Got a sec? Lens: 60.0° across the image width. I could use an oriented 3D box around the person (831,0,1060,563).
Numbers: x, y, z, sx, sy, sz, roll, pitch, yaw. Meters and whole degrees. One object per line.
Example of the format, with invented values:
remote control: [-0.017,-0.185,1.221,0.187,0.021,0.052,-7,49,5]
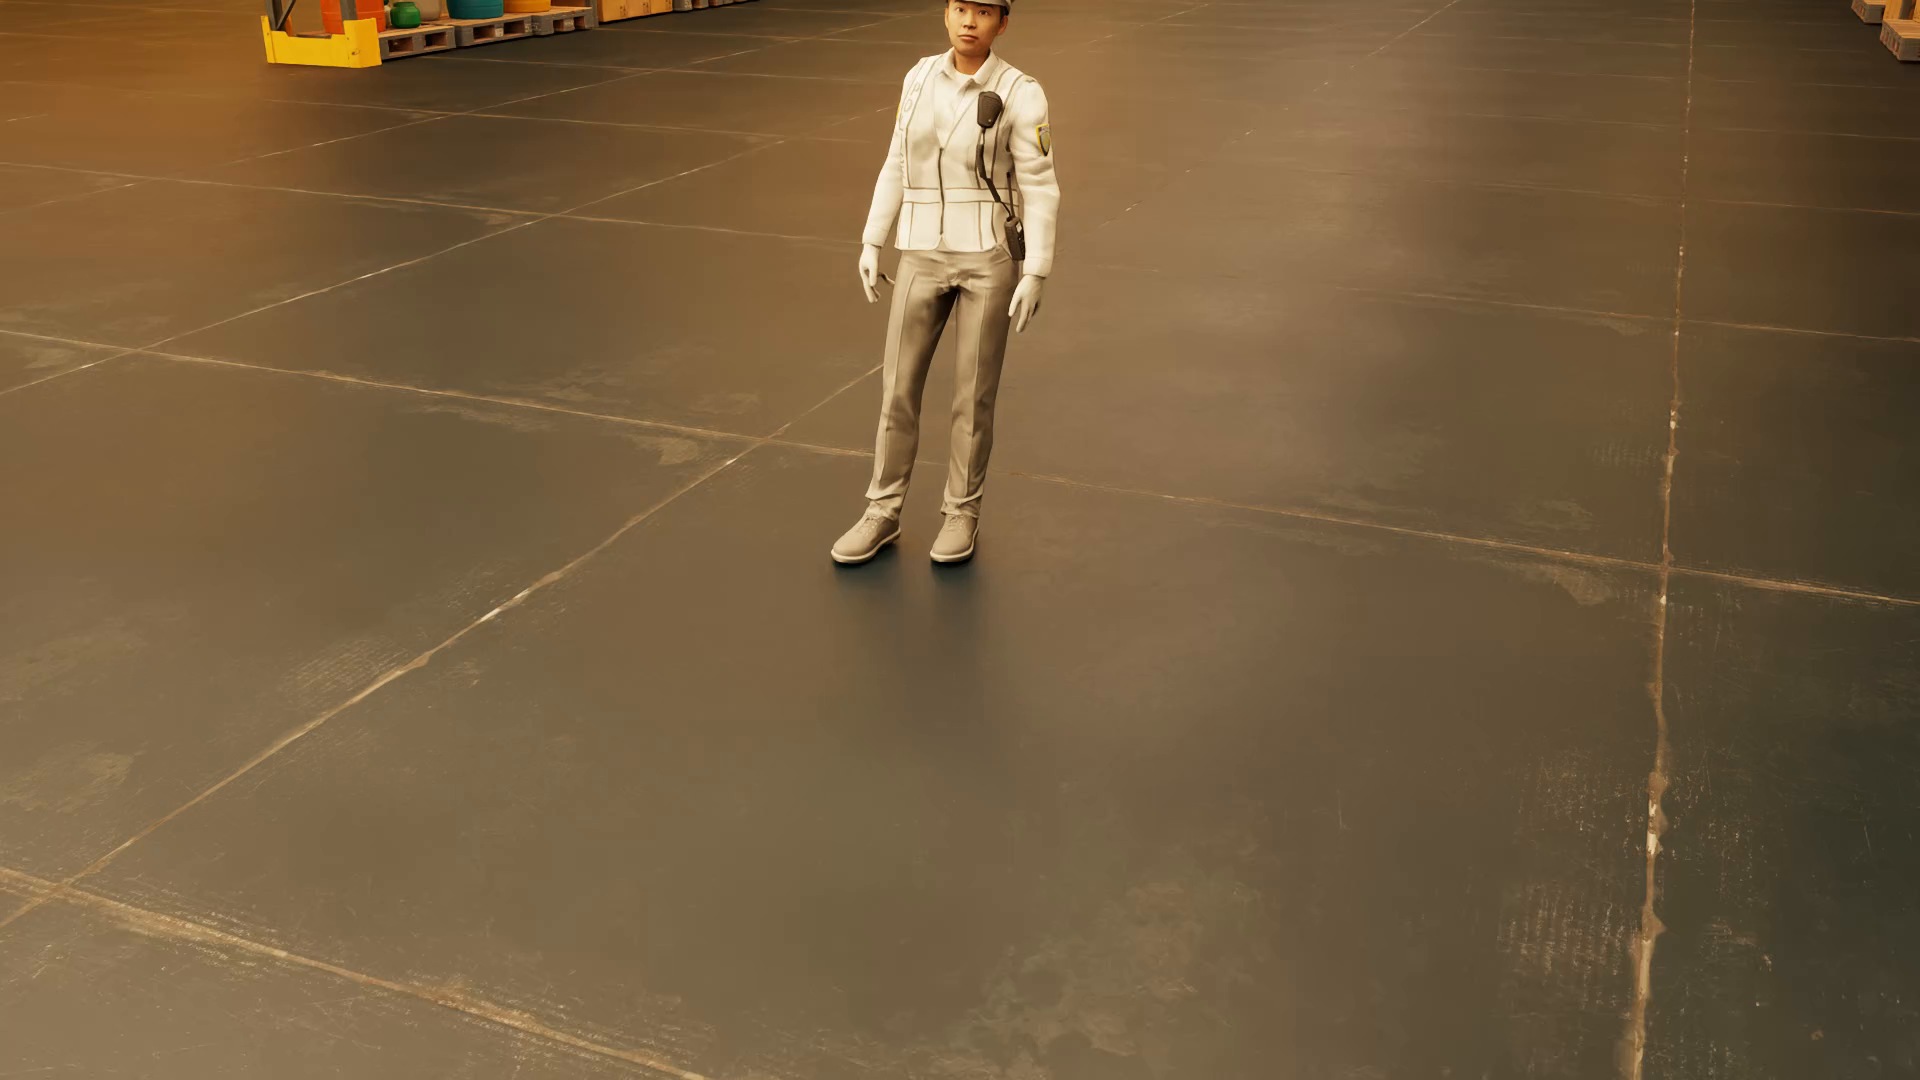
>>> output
person: [-0.033,-0.765,4.707,0.586,1.694,0.530,9,24,21]
